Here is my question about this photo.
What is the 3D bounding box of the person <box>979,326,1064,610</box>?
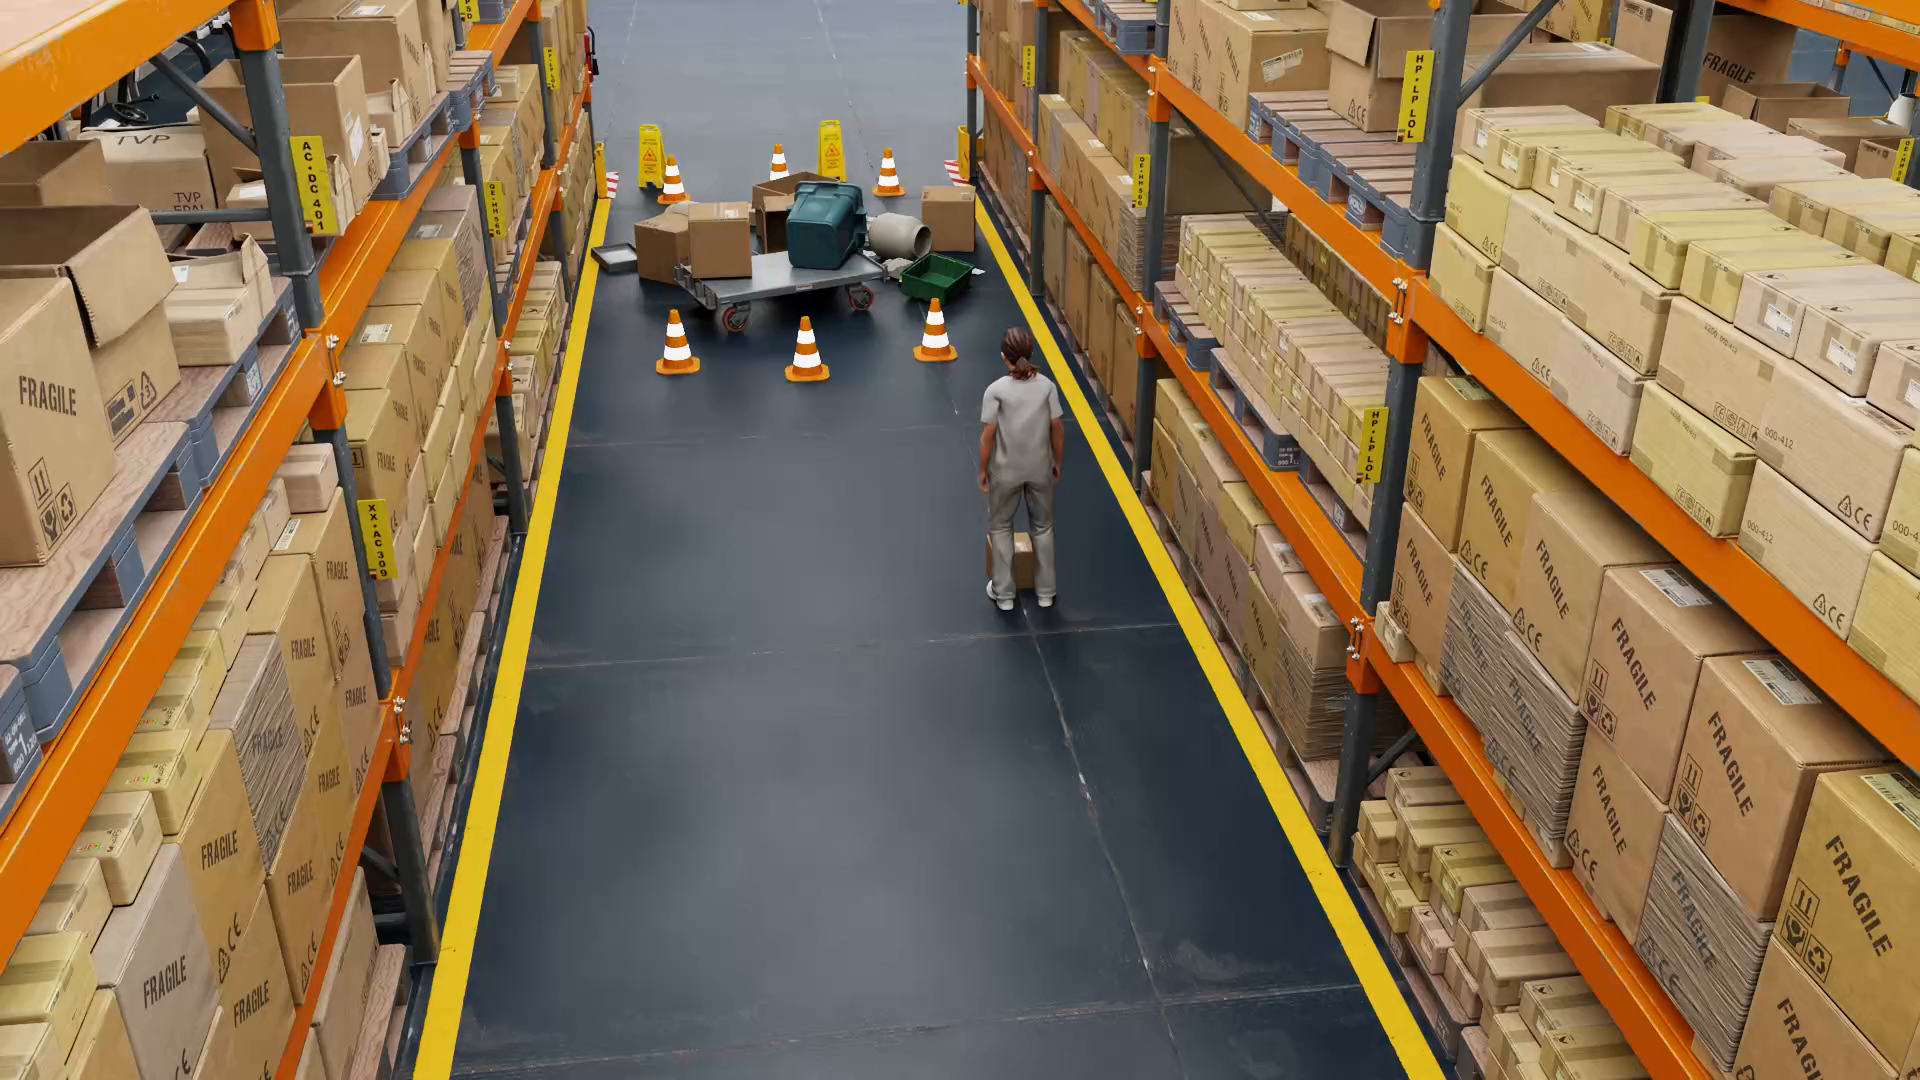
[{"bbox_3d":[0.345,-0.390,9.379,0.498,1.671,0.363,-5,28,-9],"label":"person"}]
